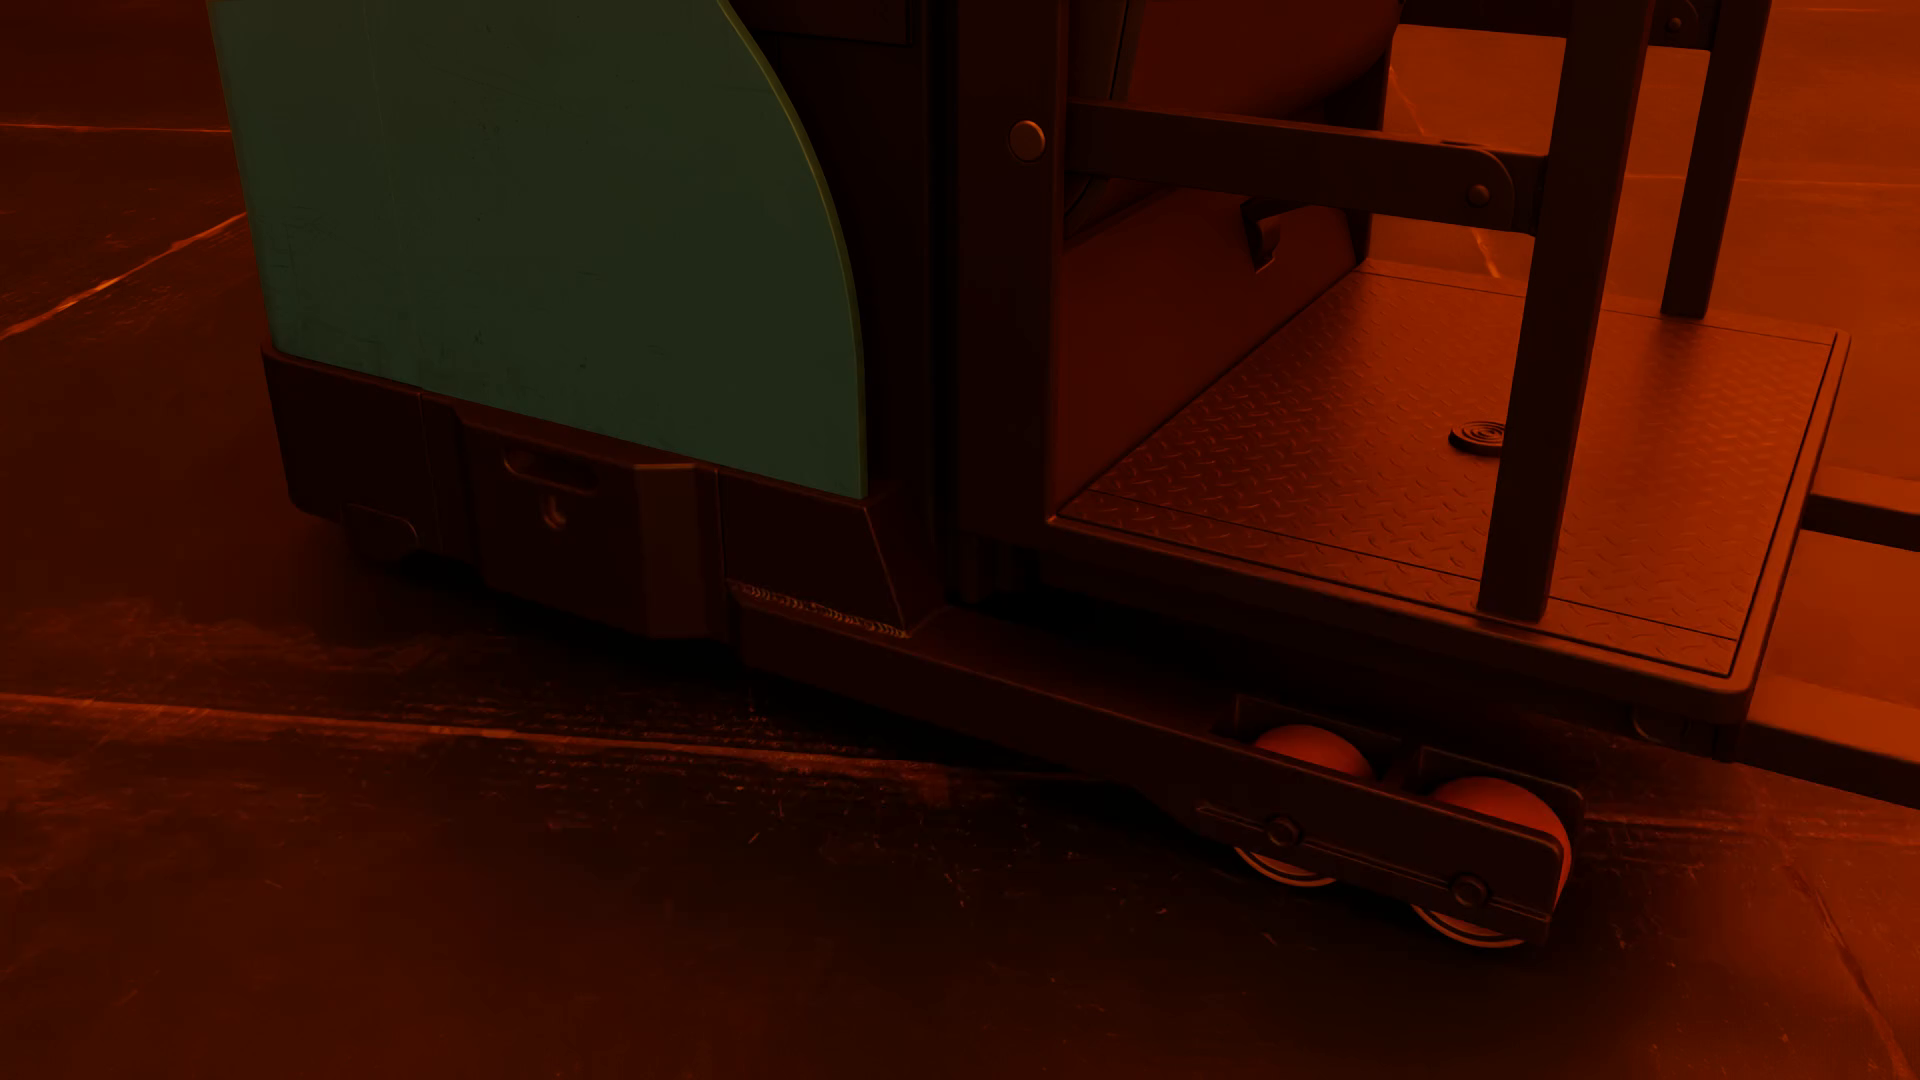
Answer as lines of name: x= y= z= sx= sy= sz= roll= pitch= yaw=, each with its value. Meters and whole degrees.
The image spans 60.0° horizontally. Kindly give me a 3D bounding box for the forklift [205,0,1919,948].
forklift: x=0.535 y=-1.173 z=1.569 sx=3.031 sy=2.935 sz=1.130 roll=14 pitch=30 yaw=27
